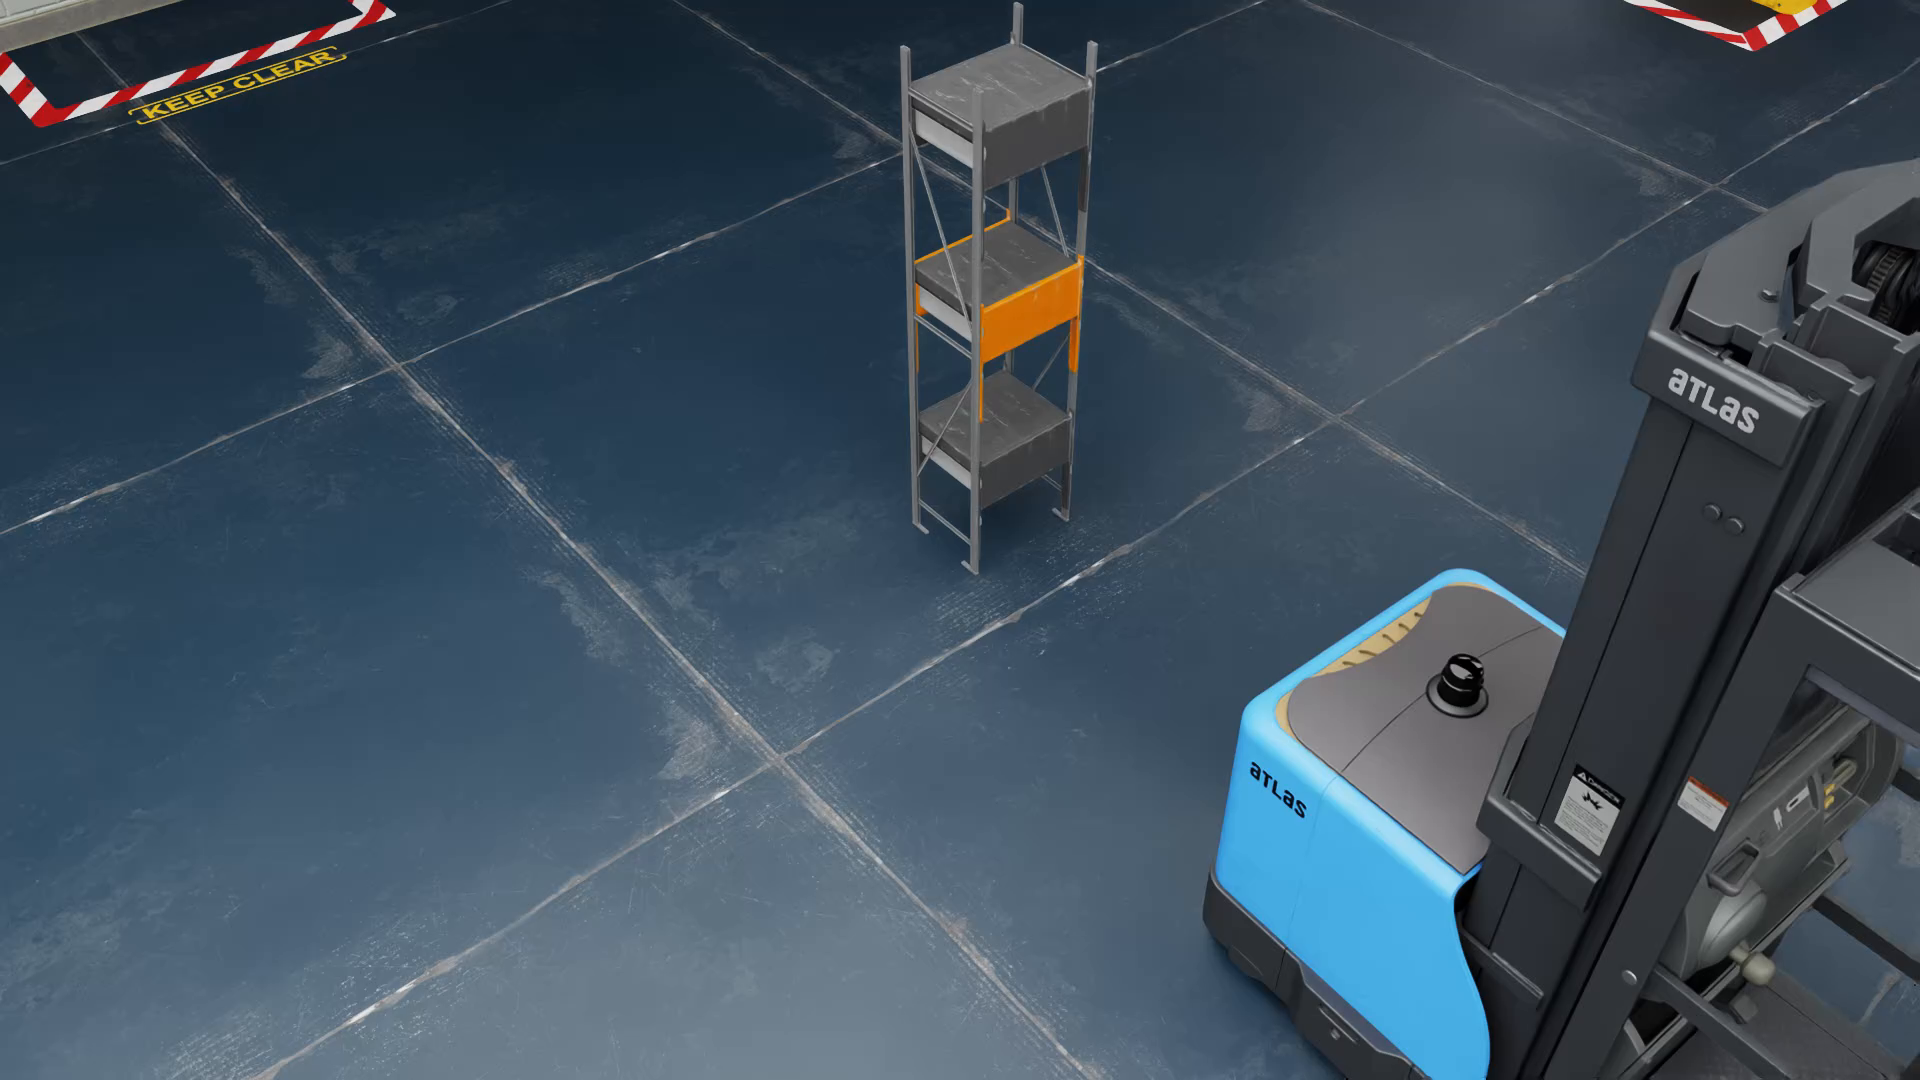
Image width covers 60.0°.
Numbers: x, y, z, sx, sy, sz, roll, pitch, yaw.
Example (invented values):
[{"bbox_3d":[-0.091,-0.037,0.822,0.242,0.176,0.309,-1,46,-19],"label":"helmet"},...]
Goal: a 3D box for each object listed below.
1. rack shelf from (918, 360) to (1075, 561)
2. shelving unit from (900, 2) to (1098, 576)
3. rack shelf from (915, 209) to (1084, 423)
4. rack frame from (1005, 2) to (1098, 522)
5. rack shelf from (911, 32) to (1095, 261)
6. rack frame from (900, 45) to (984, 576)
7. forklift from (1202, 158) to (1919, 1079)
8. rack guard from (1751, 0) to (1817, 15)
[{"bbox_3d":[0.127,-0.318,6.597,0.480,0.518,0.431,-30,51,-28],"label":"rack shelf"},{"bbox_3d":[0.127,-0.838,6.109,0.503,2.100,0.431,-30,51,-28],"label":"shelving unit"},{"bbox_3d":[0.127,-0.828,6.118,0.480,0.518,0.431,-30,51,-28],"label":"rack shelf"},{"bbox_3d":[0.314,-0.945,6.223,0.015,2.100,0.400,-30,51,-28],"label":"rack frame"},{"bbox_3d":[0.127,-1.338,5.639,0.480,0.518,0.431,-30,51,-28],"label":"rack shelf"},{"bbox_3d":[-0.060,-0.731,5.994,0.015,2.100,0.400,-30,51,-28],"label":"rack frame"},{"bbox_3d":[2.092,0.771,3.788,1.130,2.935,3.031,-29,50,-27],"label":"forklift"},{"bbox_3d":[4.832,-3.758,10.387,0.348,0.500,1.175,-30,51,-28],"label":"rack guard"}]
